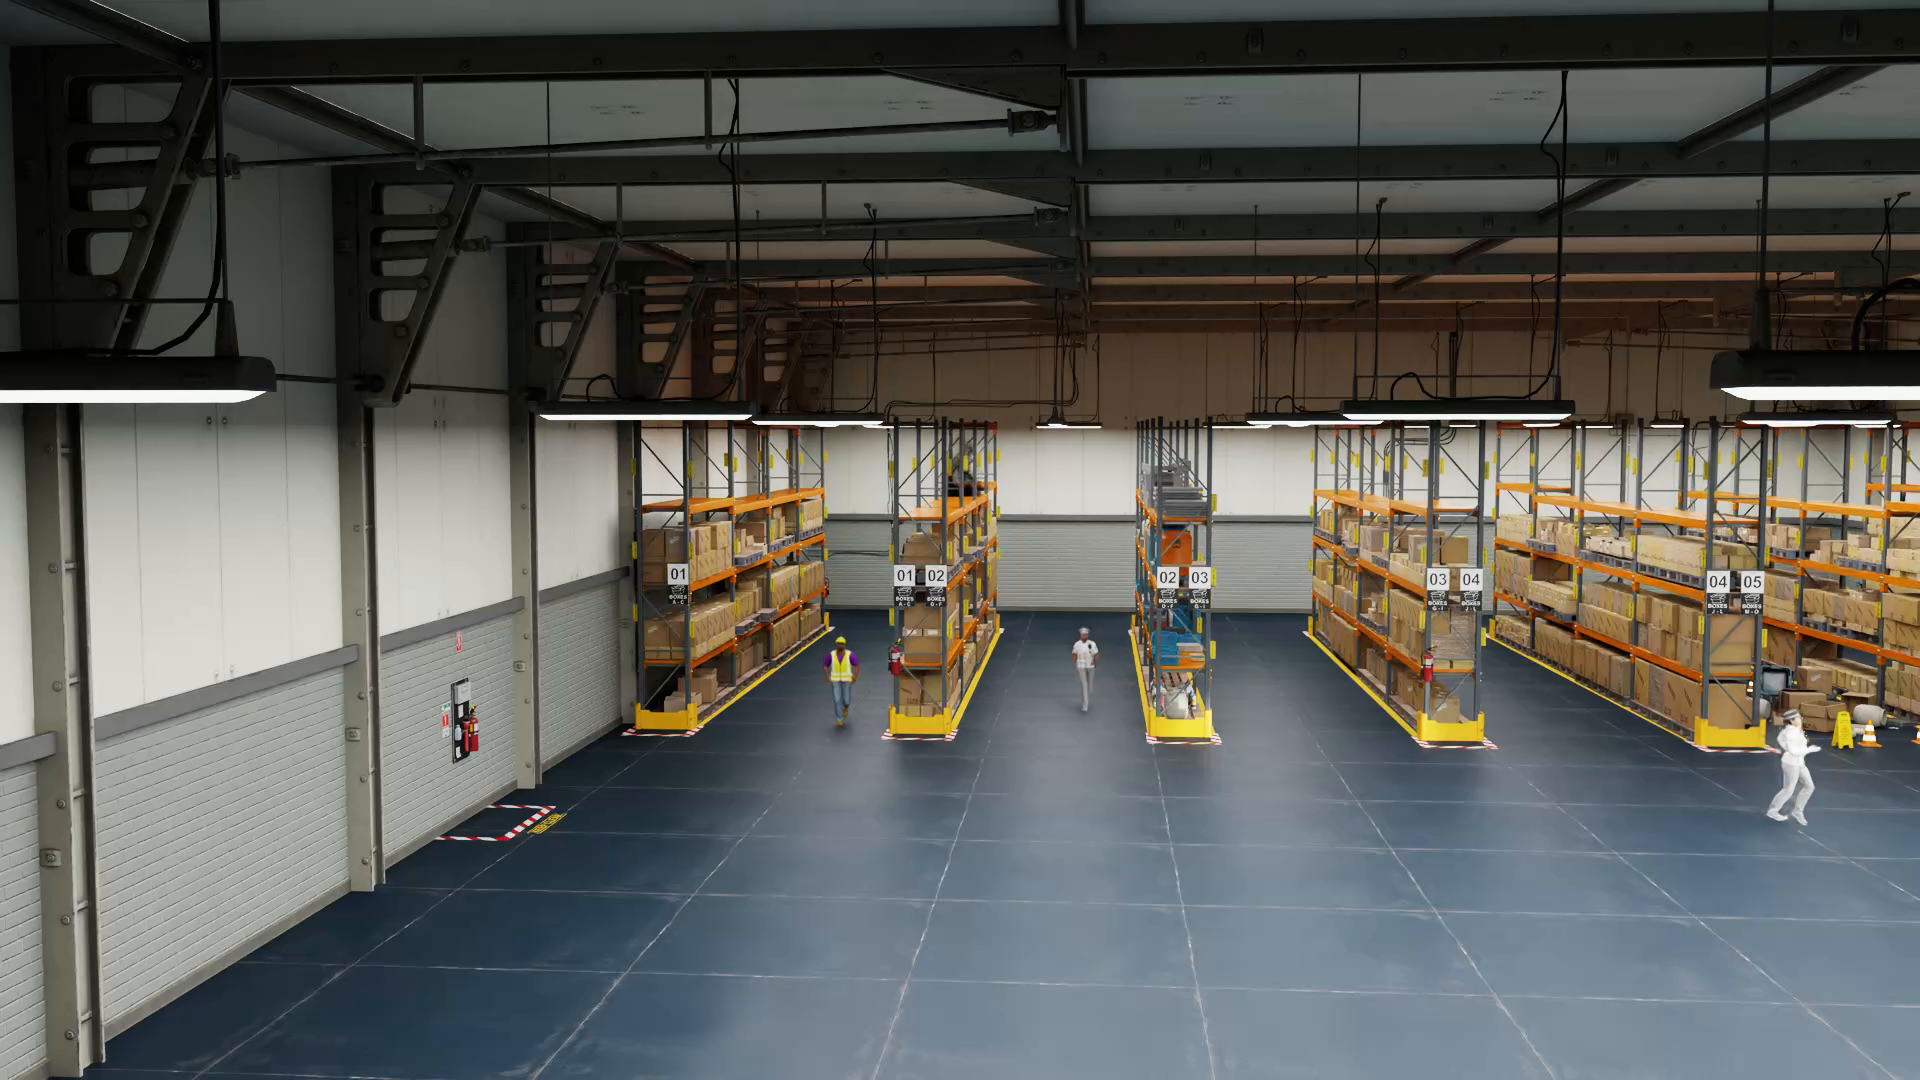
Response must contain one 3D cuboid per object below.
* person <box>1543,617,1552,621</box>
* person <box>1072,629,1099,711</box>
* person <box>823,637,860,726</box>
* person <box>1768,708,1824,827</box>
[{"bbox_3d":[16.846,1.775,47.506,0.722,1.726,0.631,0,4,7],"label":"person"},{"bbox_3d":[2.594,2.657,34.349,0.576,1.686,0.615,0,4,1],"label":"person"},{"bbox_3d":[-2.316,2.745,32.390,0.717,1.727,0.611,0,4,-4],"label":"person"},{"bbox_3d":[12.160,3.298,24.157,0.712,1.747,0.594,3,5,36],"label":"person"}]
